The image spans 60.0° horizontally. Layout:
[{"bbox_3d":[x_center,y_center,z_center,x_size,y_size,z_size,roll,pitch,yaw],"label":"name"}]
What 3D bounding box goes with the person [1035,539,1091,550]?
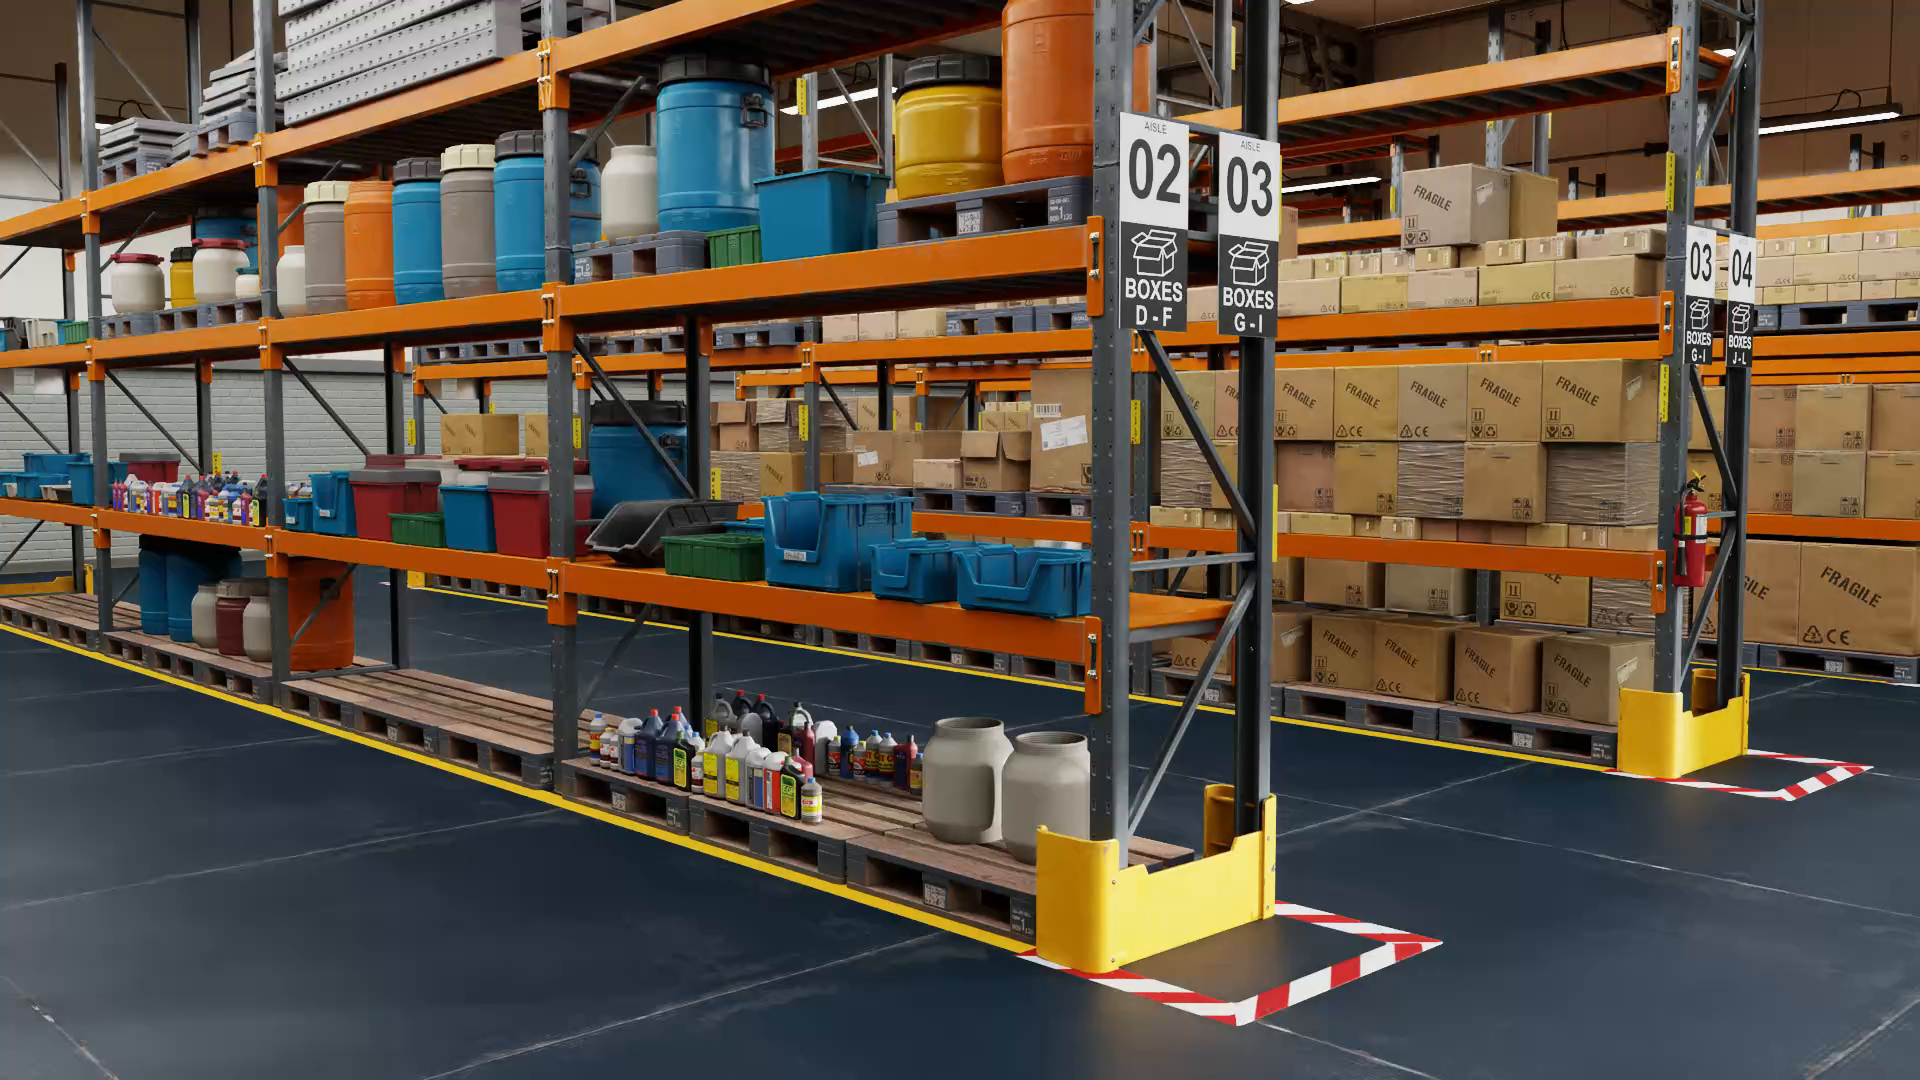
[{"bbox_3d":[1.269,0.271,18.130,0.965,1.086,0.509,4,5,43],"label":"person"}]
